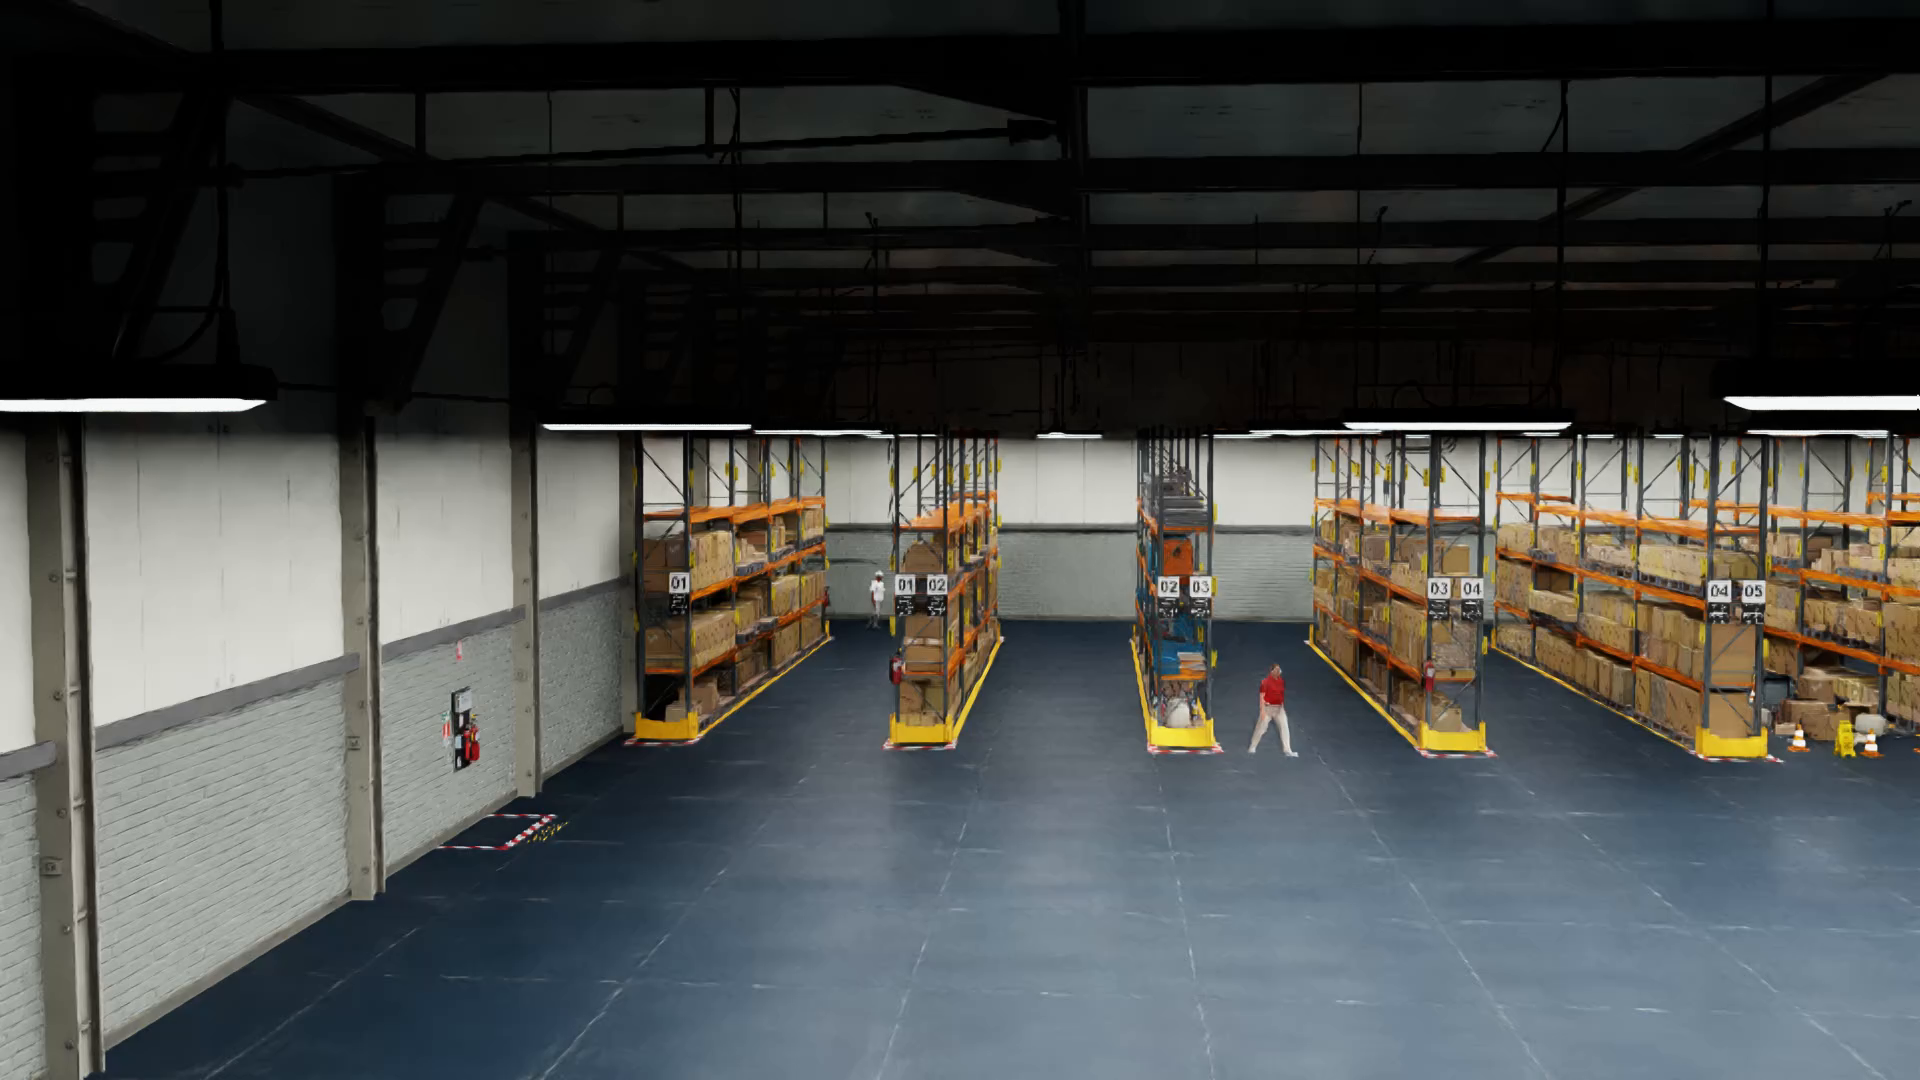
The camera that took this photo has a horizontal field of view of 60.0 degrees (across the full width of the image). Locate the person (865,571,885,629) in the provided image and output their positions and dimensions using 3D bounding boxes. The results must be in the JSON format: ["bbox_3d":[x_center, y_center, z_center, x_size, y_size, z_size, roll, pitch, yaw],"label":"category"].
[{"bbox_3d":[-2.564,1.812,50.270,0.463,1.761,0.720,2,4,33],"label":"person"}]

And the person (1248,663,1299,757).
[{"bbox_3d":[5.640,3.061,30.084,0.616,1.685,0.953,-1,4,-22],"label":"person"}]
